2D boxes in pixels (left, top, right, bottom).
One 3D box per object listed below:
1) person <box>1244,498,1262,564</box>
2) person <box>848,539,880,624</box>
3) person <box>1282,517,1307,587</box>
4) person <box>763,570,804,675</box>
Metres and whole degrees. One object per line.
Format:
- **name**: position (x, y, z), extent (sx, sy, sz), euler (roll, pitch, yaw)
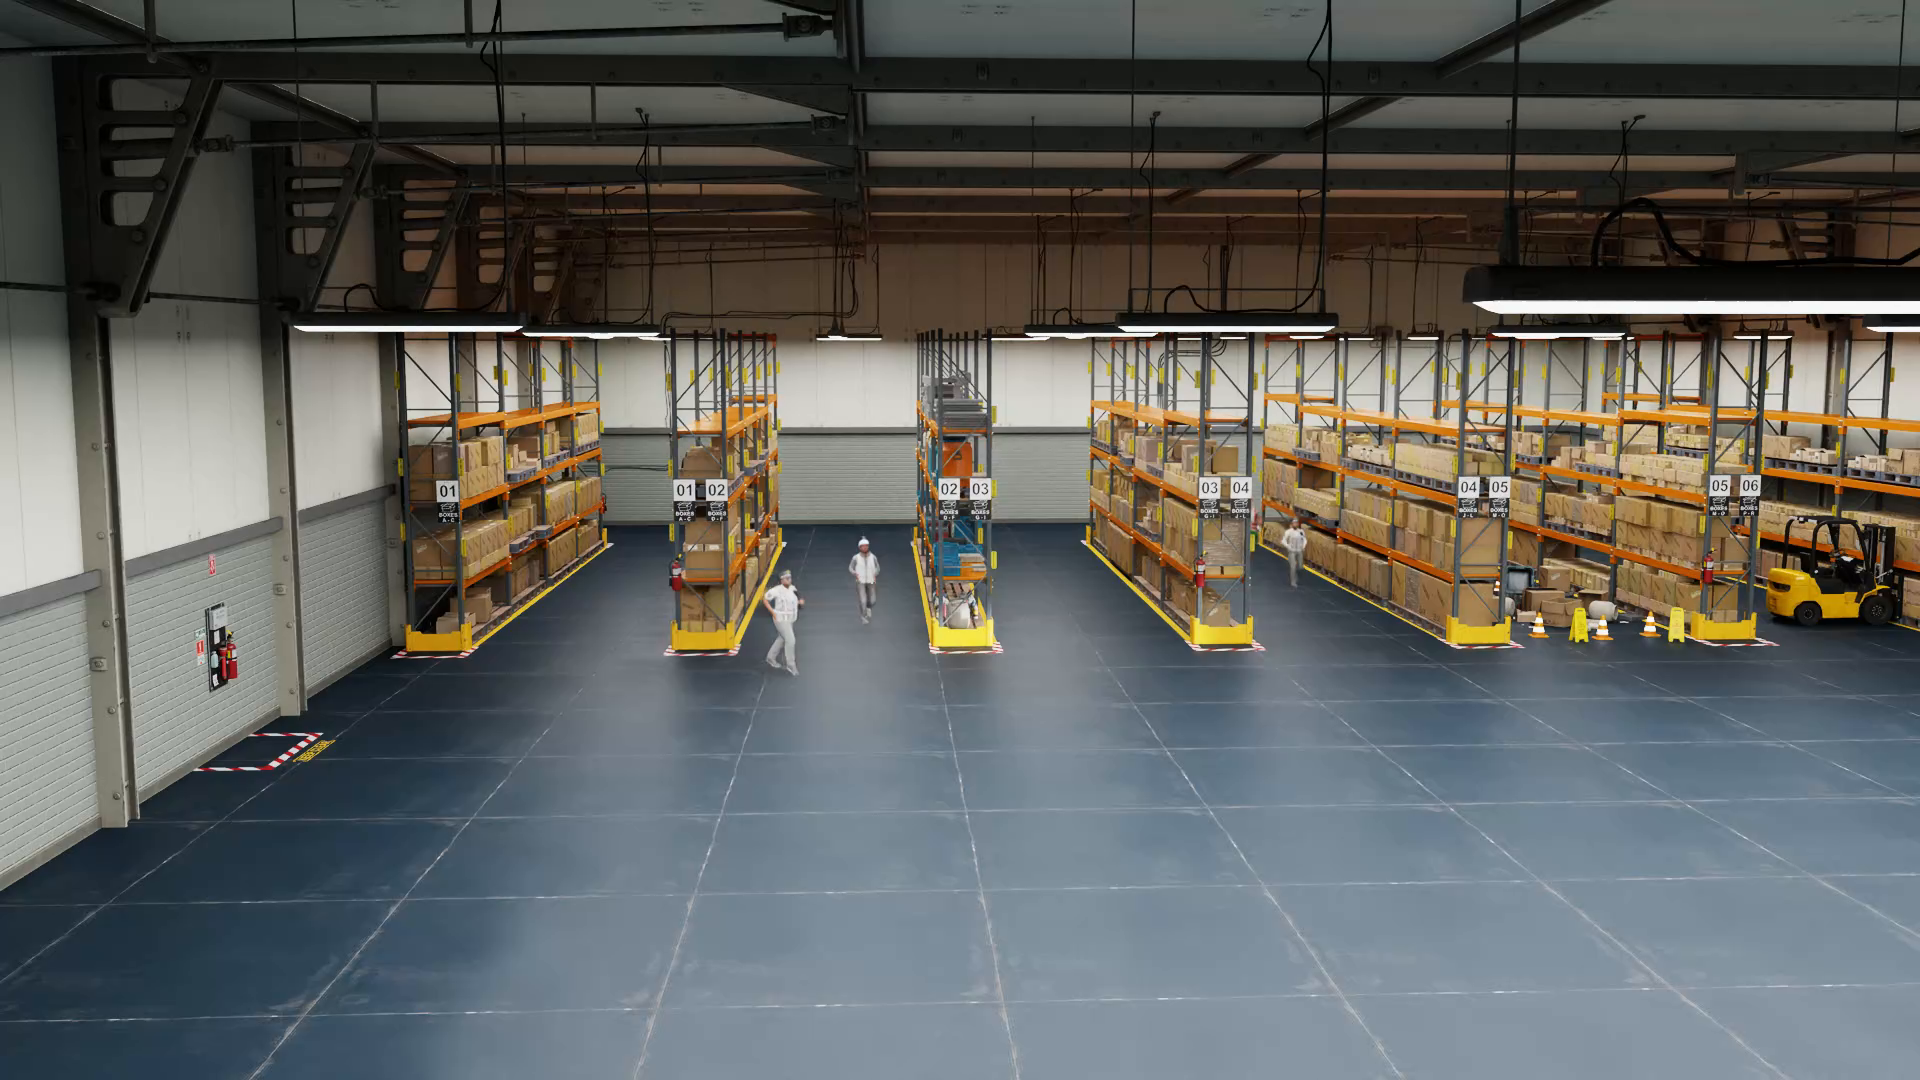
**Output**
- **person**: position (7.531, -0.256, 43.377), extent (0.678, 1.745, 0.593), euler (0, 7, 3)
- **person**: position (-1.945, 0.845, 33.967), extent (0.657, 1.720, 0.611), euler (-2, 7, -14)
- **person**: position (7.920, 0.273, 39.342), extent (0.612, 1.642, 0.576), euler (0, 7, -4)
- **person**: position (-3.073, 1.431, 29.113), extent (0.804, 1.852, 0.630), euler (4, 8, 29)
